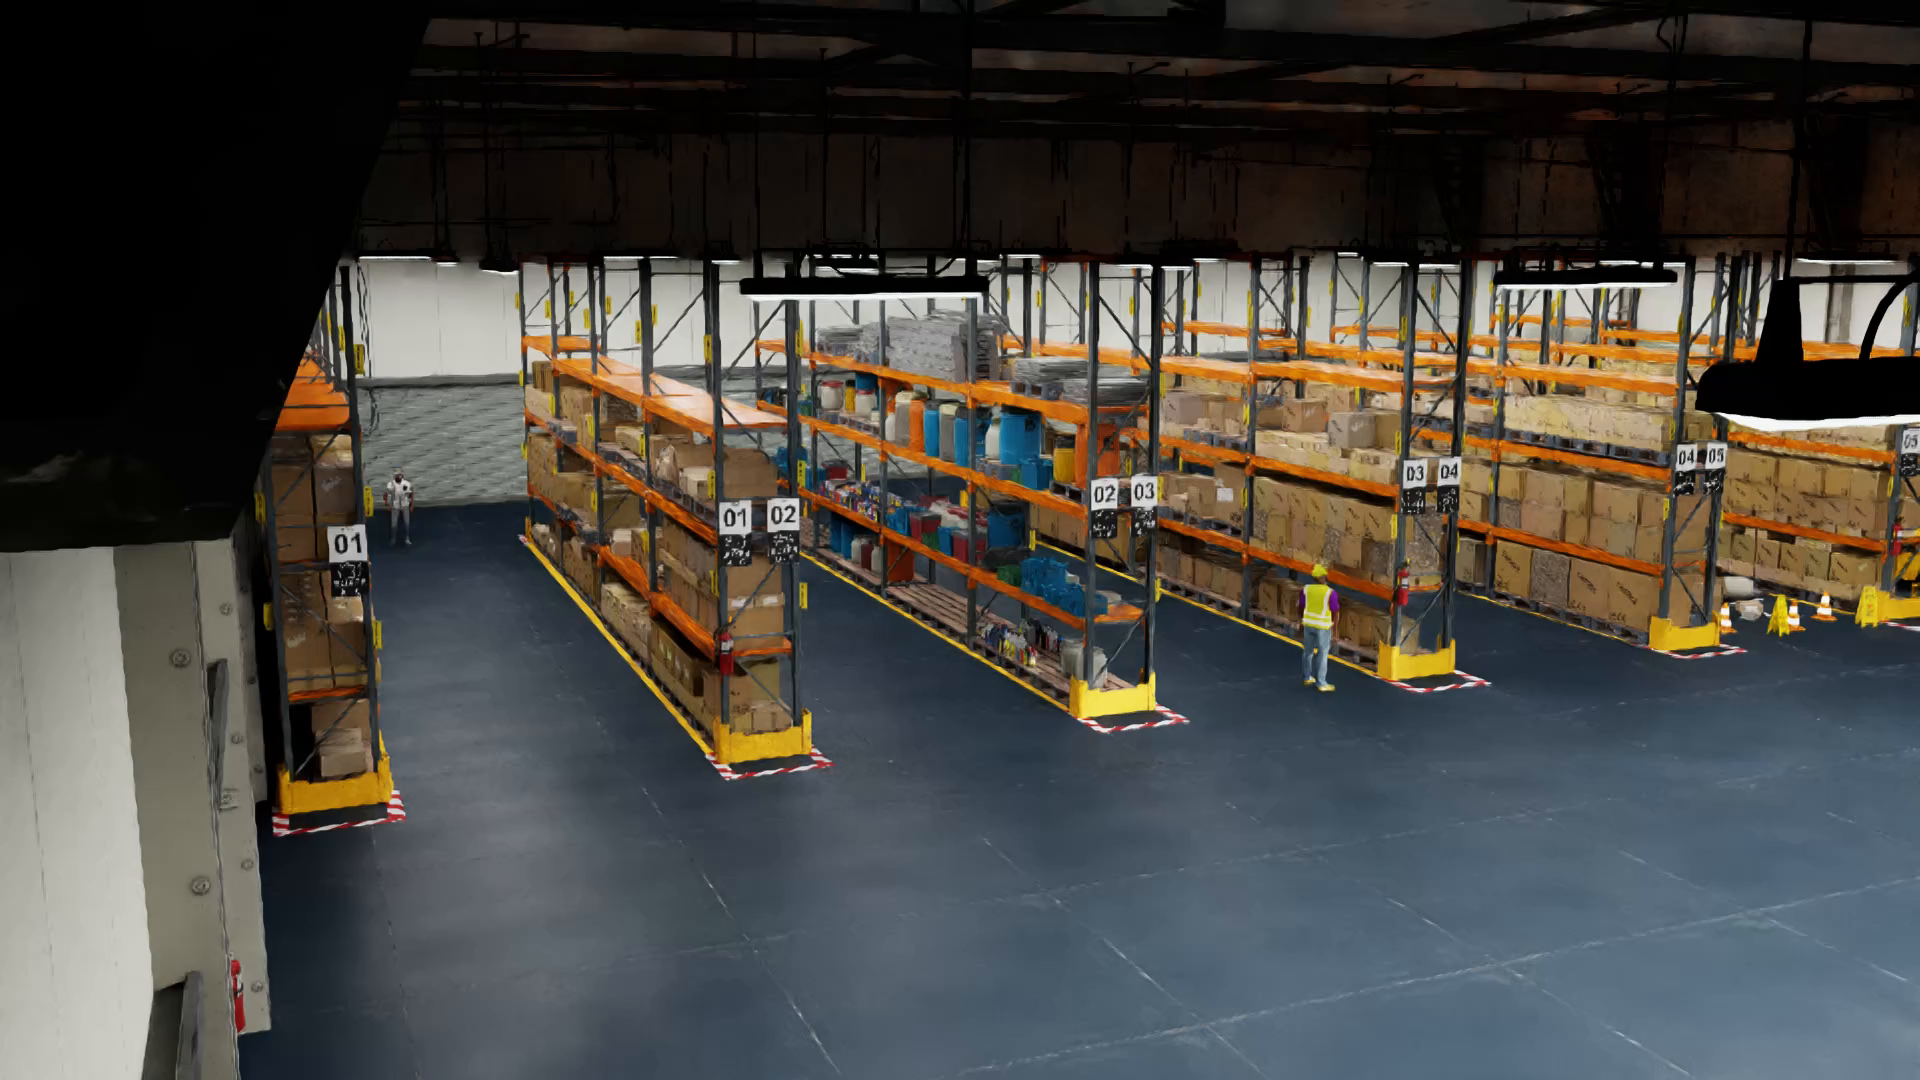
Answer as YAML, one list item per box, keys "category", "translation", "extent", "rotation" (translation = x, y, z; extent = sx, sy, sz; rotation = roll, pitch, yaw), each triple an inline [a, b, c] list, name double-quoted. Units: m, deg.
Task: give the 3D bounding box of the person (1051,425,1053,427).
- category: "person"
  translation: [2.252, -2.214, 42.888]
  extent: [0.566, 1.541, 0.519]
  rotation: [-5, 11, -25]

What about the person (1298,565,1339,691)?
- category: "person"
  translation: [5.061, 1.210, 23.426]
  extent: [0.632, 1.768, 0.453]
  rotation: [8, 13, 38]

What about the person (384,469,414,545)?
- category: "person"
  translation: [-11.567, -0.688, 34.316]
  extent: [0.592, 1.629, 0.526]
  rotation: [-5, 11, -24]
